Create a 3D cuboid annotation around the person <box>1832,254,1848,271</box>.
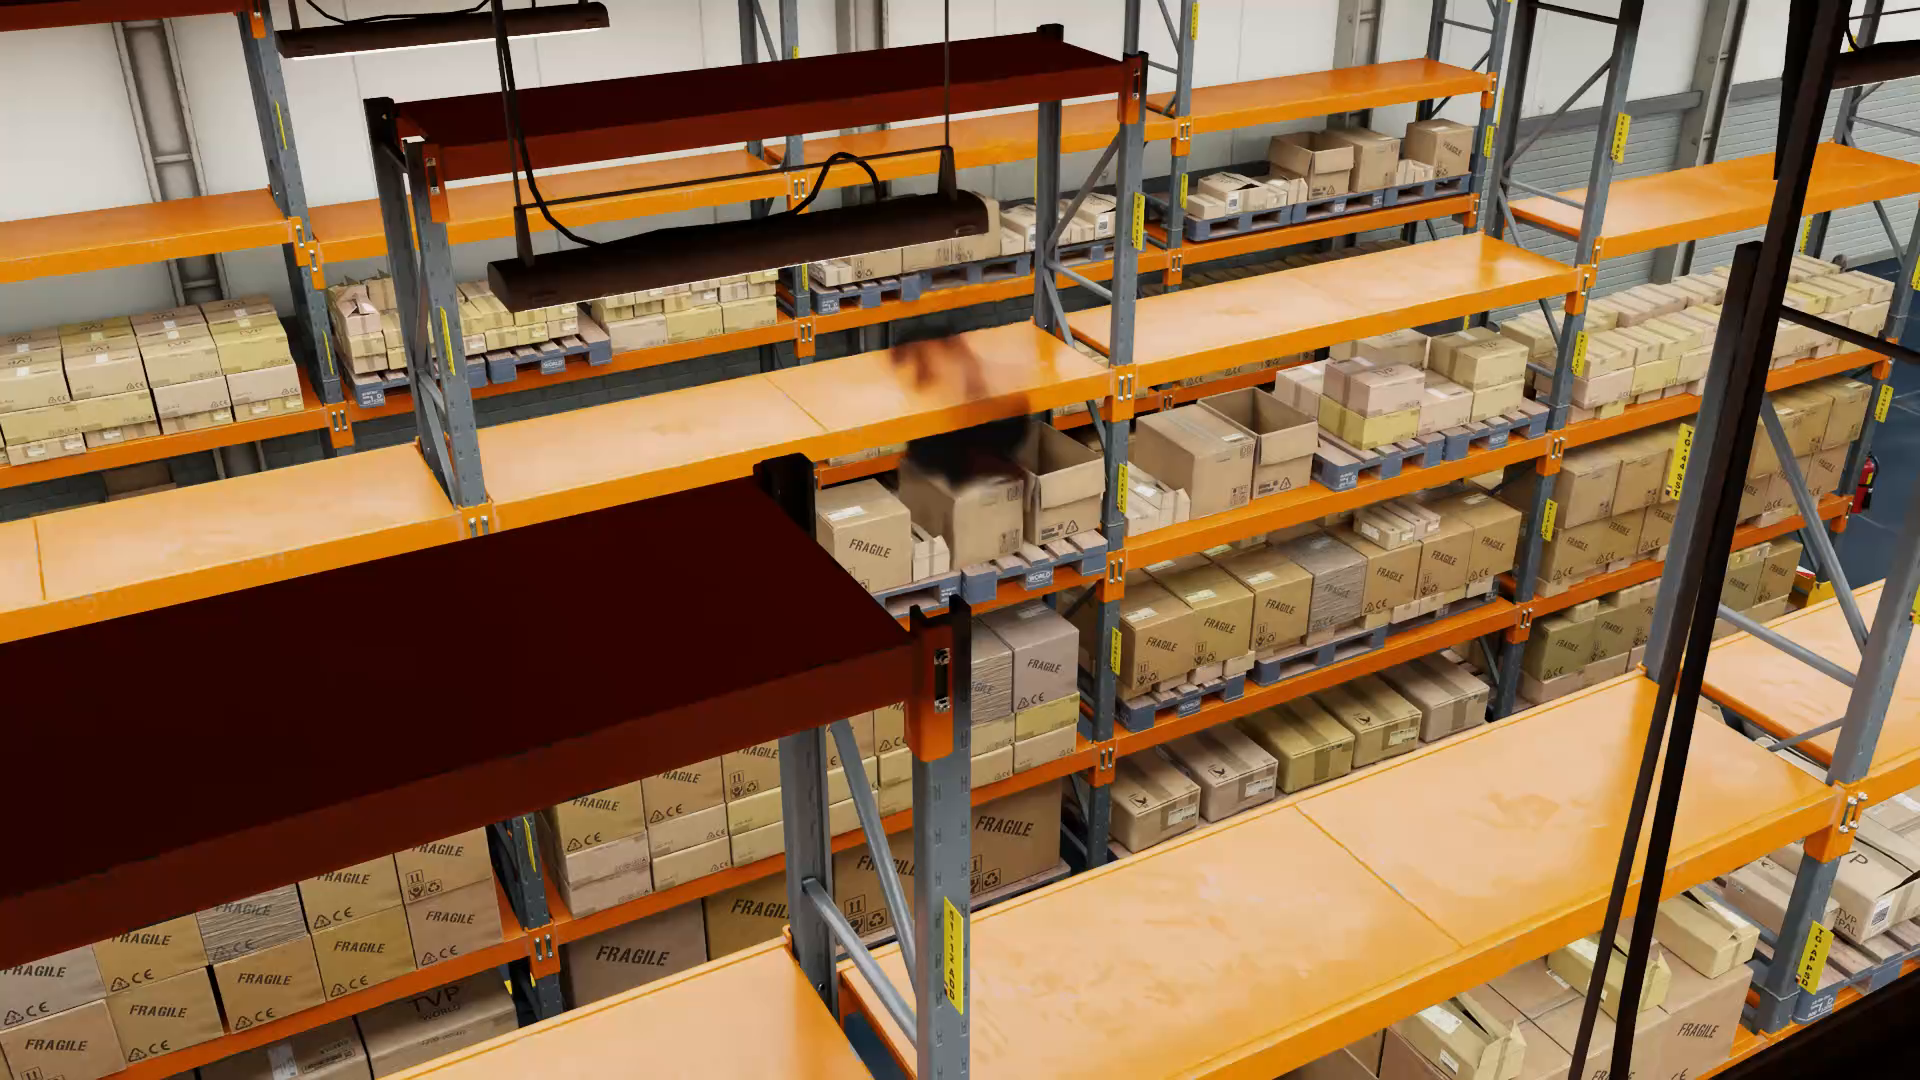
[{"bbox_3d":[10.526,-2.666,20.289,0.966,1.650,0.628,-21,35,-35],"label":"person"}]
